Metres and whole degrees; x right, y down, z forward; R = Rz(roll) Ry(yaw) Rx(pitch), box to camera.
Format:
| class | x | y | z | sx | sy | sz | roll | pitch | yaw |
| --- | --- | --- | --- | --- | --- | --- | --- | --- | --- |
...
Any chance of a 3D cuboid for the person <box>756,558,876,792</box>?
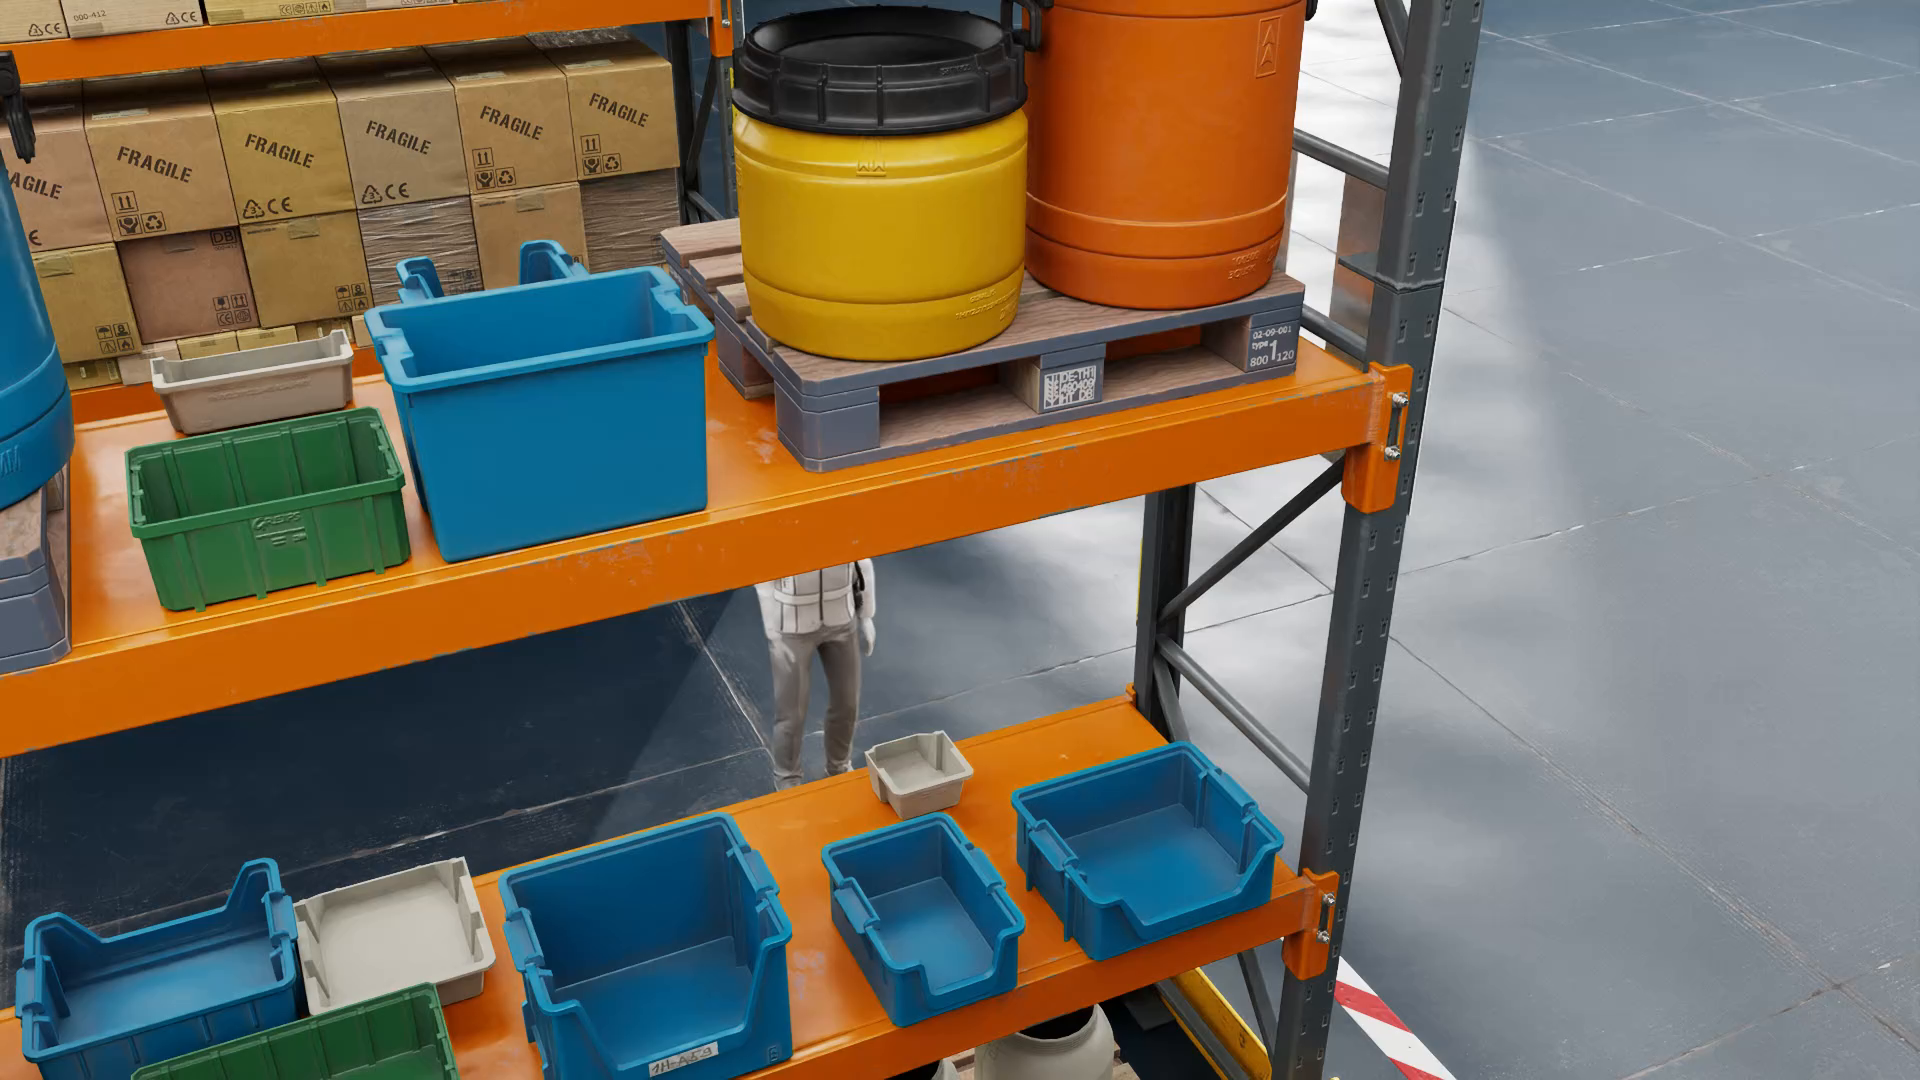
| class | x | y | z | sx | sy | sz | roll | pitch | yaw |
| --- | --- | --- | --- | --- | --- | --- | --- | --- | --- |
| person | -0.556 | 0.338 | 6.546 | 0.472 | 1.661 | 0.321 | -13 | 32 | -21 |
